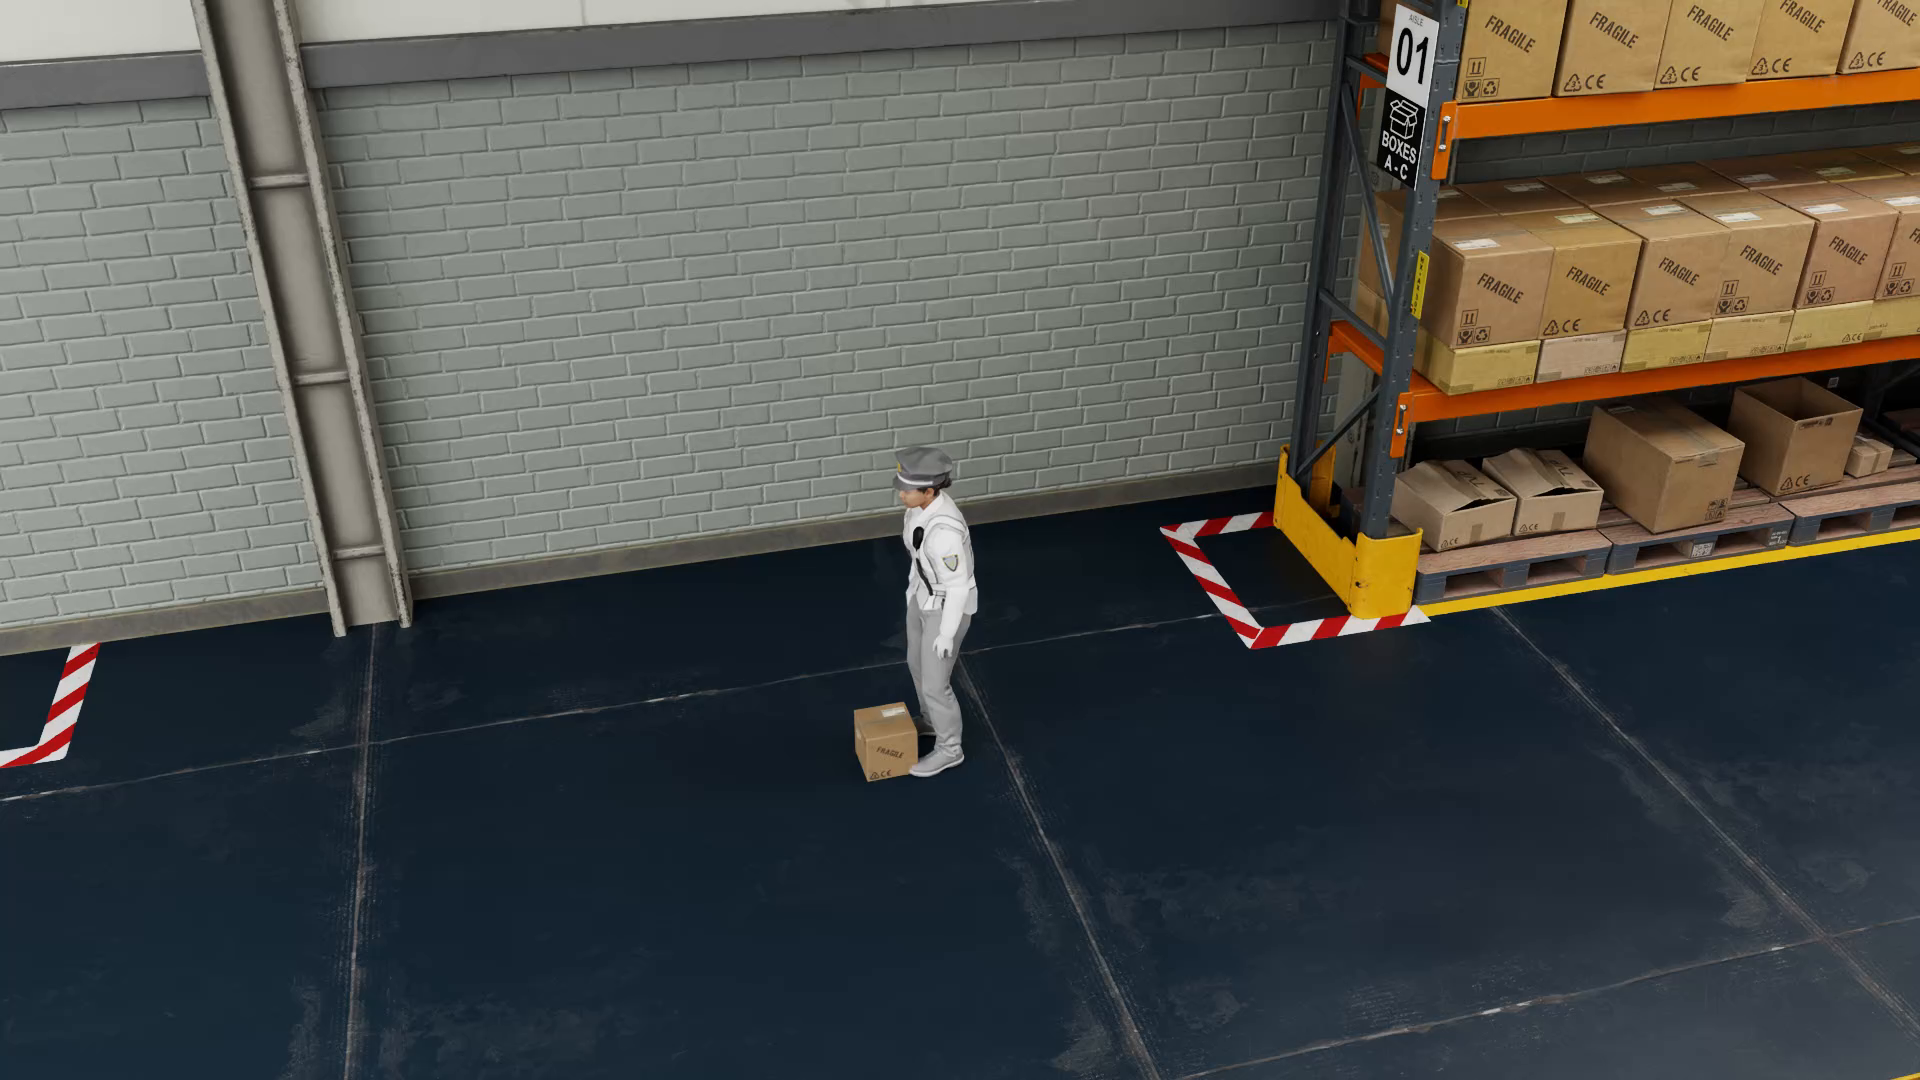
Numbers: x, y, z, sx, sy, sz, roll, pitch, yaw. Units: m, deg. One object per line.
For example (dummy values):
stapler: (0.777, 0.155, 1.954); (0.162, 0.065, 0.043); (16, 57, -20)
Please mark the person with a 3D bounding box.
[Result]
person: (-0.121, 0.323, 7.680); (0.373, 1.662, 0.536); (-10, 32, -16)
